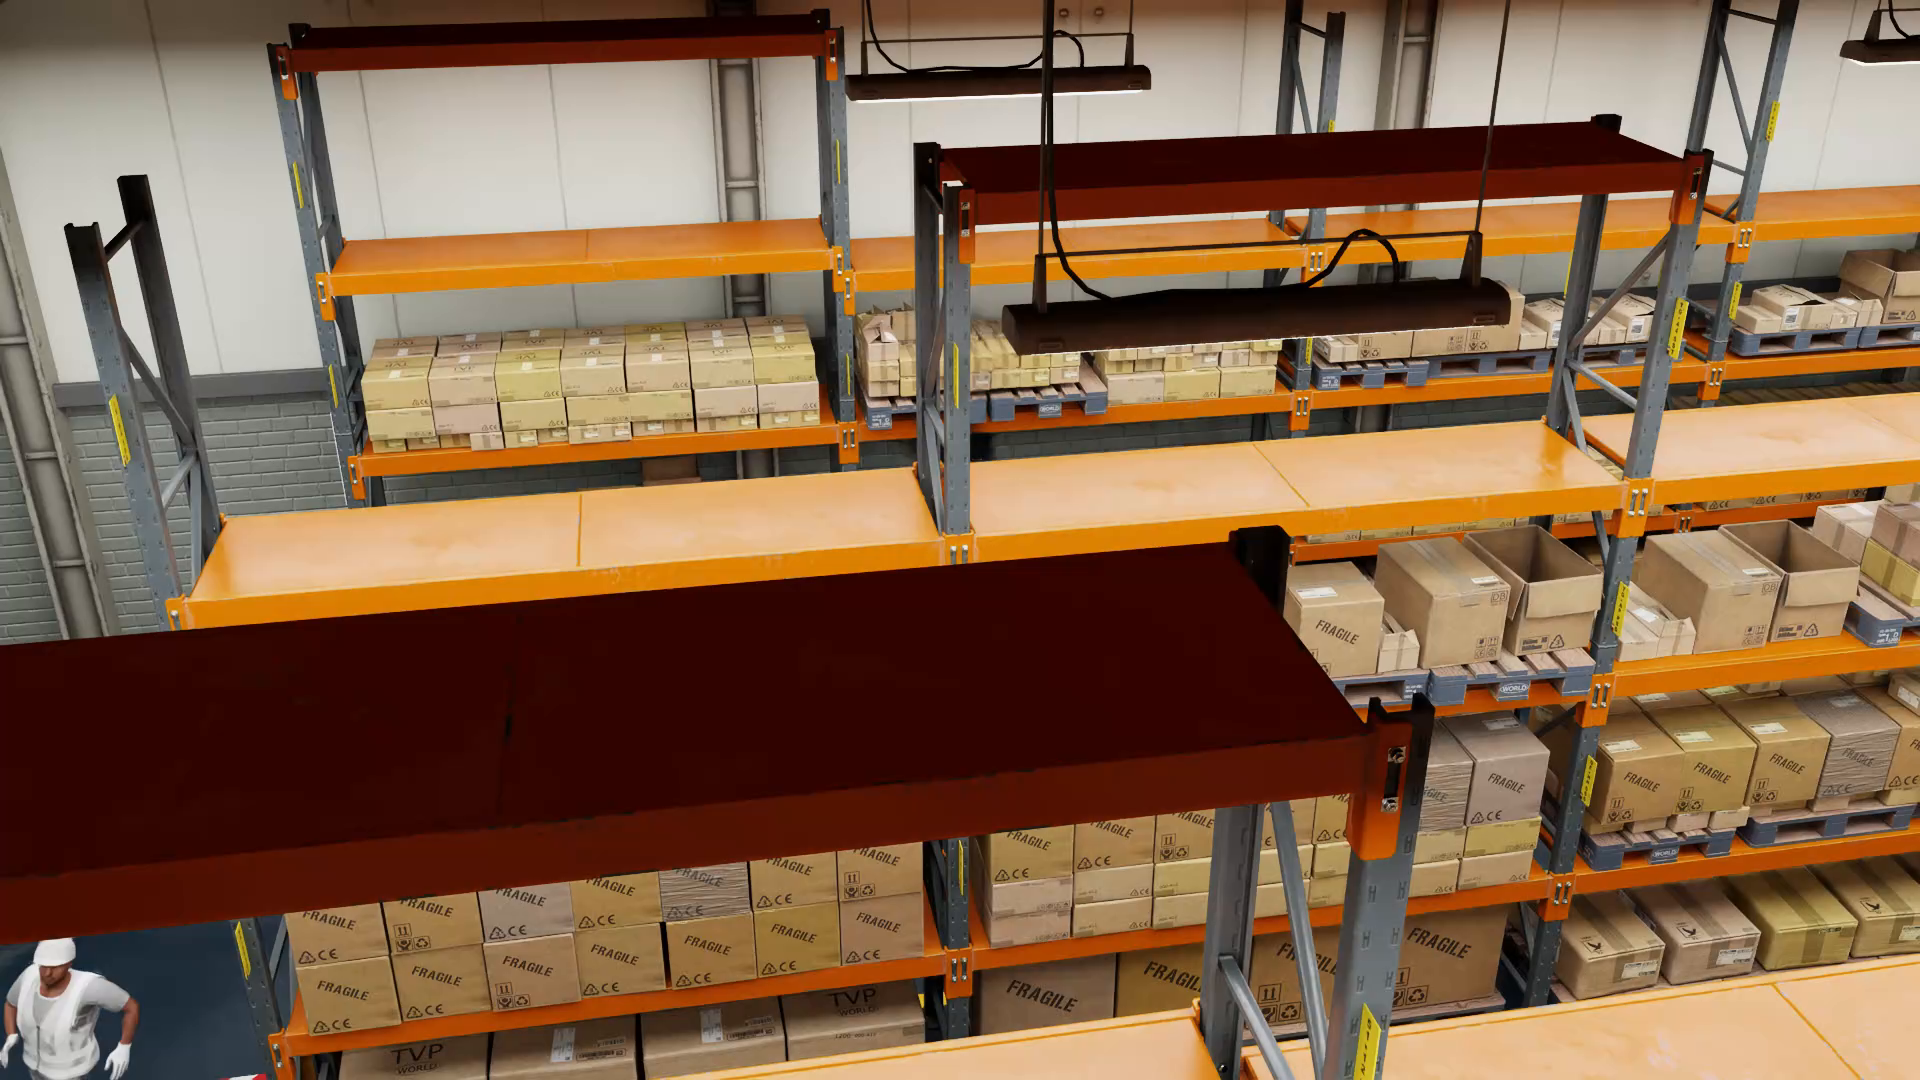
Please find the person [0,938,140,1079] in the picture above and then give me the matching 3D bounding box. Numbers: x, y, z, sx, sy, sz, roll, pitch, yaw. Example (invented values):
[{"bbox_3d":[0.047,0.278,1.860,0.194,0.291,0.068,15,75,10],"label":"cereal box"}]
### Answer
[{"bbox_3d":[-5.334,3.118,9.781,0.736,1.733,0.952,11,28,21],"label":"person"}]
